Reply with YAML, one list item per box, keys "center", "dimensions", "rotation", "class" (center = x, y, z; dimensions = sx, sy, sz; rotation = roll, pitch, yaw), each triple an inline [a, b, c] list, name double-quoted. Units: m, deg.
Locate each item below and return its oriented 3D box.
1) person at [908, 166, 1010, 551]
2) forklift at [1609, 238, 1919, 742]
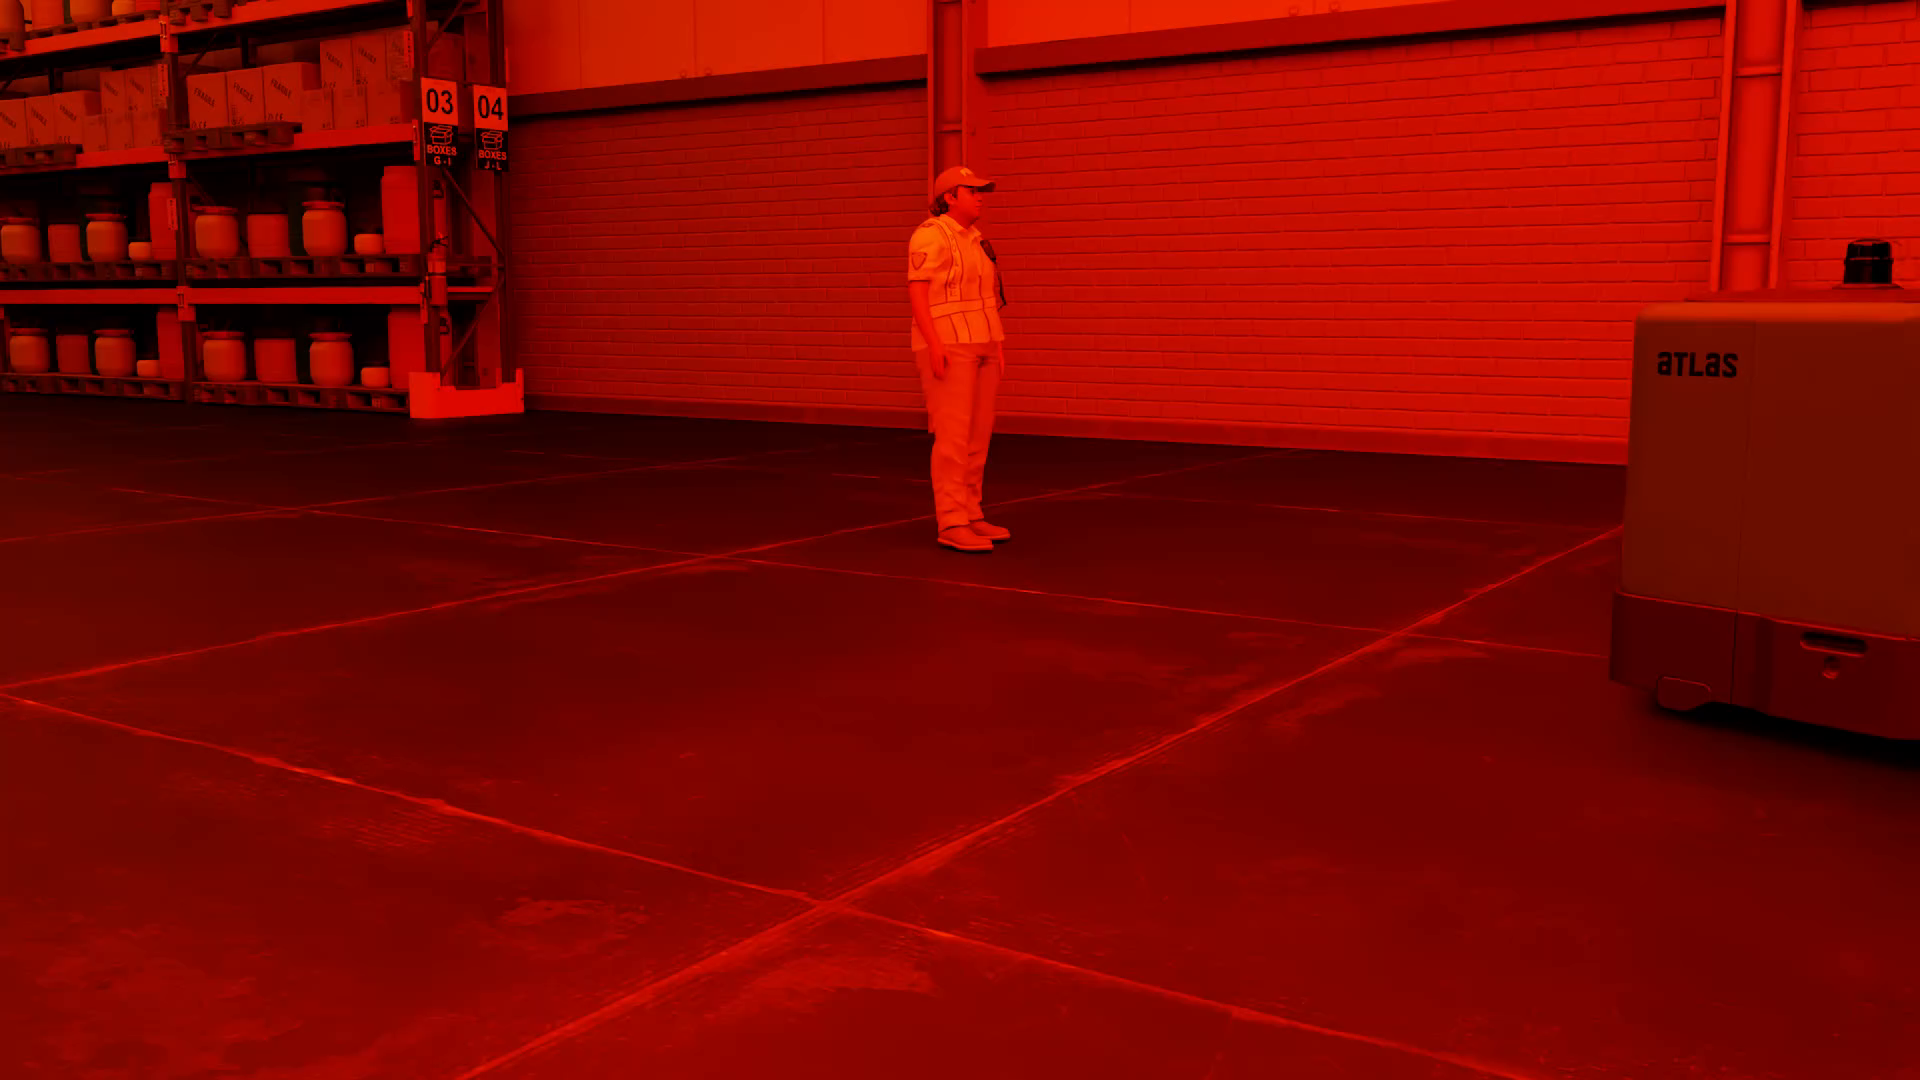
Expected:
- center: [0.051, -0.823, 7.424]
  dimensions: [0.529, 1.670, 0.598]
  rotation: [5, 10, 34]
  class: "person"
- center: [3.044, -0.884, 3.409]
  dimensions: [1.130, 2.935, 3.031]
  rotation: [-6, 10, -37]
  class: "forklift"
